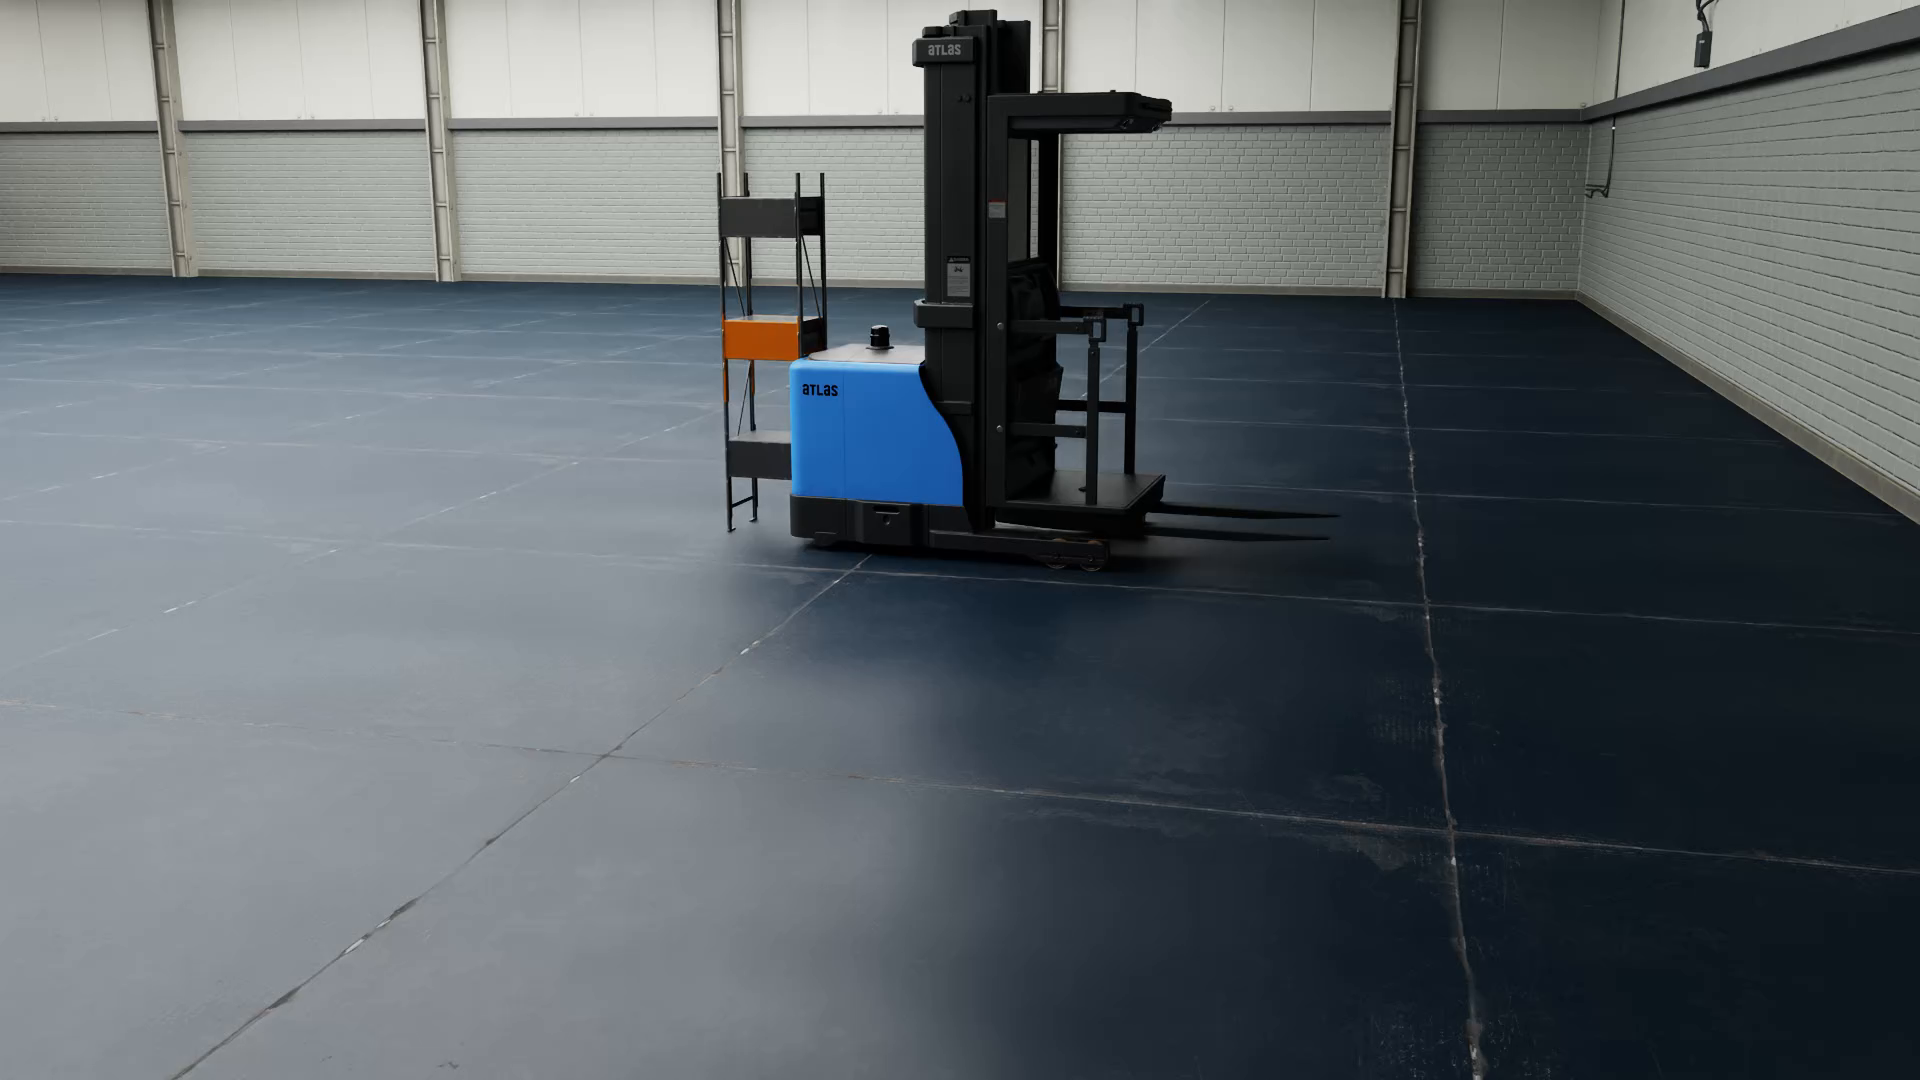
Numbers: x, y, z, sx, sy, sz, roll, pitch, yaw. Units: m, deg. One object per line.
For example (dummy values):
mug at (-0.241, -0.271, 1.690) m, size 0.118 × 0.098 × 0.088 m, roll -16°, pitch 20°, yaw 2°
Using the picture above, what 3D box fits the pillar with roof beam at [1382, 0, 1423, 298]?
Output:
pillar with roof beam at (6.397, -7.649, 23.433) m, size 0.400 × 9.000 × 9.100 m, roll 3°, pitch 13°, yaw 14°

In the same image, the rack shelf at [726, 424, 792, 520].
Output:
rack shelf at (-1.093, -0.402, 9.994) m, size 0.480 × 0.518 × 0.431 m, roll 4°, pitch 13°, yaw 17°

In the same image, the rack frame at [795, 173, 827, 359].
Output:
rack frame at (-0.860, -1.083, 9.768) m, size 0.015 × 2.100 × 0.400 m, roll 4°, pitch 13°, yaw 17°

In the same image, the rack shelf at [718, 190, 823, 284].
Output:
rack shelf at (-1.093, -1.769, 9.690) m, size 0.480 × 0.518 × 0.431 m, roll 4°, pitch 13°, yaw 17°

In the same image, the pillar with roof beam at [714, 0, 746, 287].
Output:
pillar with roof beam at (-5.253, -8.271, 26.239) m, size 0.400 × 9.000 × 9.100 m, roll 3°, pitch 13°, yaw 14°

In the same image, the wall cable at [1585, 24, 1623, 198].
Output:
wall cable at (9.972, -6.607, 25.907) m, size 0.112 × 2.526 × 3.097 m, roll 3°, pitch 13°, yaw 14°

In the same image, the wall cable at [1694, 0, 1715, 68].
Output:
wall cable at (7.682, -7.788, 16.208) m, size 0.169 × 6.003 × 2.305 m, roll 3°, pitch 13°, yaw 14°

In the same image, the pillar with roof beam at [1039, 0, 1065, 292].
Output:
pillar with roof beam at (0.572, -7.960, 24.836) m, size 0.400 × 9.000 × 9.100 m, roll 3°, pitch 13°, yaw 14°

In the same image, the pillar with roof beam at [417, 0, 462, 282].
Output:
pillar with roof beam at (-11.078, -8.583, 27.643) m, size 0.400 × 9.000 × 9.100 m, roll 3°, pitch 13°, yaw 14°

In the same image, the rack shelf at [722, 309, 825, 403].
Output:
rack shelf at (-1.093, -1.086, 9.842) m, size 0.480 × 0.518 × 0.431 m, roll 4°, pitch 13°, yaw 17°

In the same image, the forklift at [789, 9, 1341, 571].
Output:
forklift at (0.601, -1.390, 9.231) m, size 3.031 × 2.935 × 1.130 m, roll 4°, pitch 13°, yaw 17°

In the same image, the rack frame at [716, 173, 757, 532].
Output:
rack frame at (-1.325, -1.115, 9.911) m, size 0.015 × 2.100 × 0.400 m, roll 4°, pitch 13°, yaw 17°

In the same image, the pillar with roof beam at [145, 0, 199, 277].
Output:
pillar with roof beam at (-16.903, -8.894, 29.046) m, size 0.400 × 9.000 × 9.100 m, roll 3°, pitch 13°, yaw 14°

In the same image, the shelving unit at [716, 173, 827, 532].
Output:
shelving unit at (-1.093, -1.099, 9.839) m, size 0.503 × 2.100 × 0.431 m, roll 4°, pitch 13°, yaw 17°

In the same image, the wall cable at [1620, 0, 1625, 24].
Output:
wall cable at (9.324, -8.504, 22.796) m, size 0.112 × 2.526 × 3.097 m, roll 3°, pitch 13°, yaw 14°
